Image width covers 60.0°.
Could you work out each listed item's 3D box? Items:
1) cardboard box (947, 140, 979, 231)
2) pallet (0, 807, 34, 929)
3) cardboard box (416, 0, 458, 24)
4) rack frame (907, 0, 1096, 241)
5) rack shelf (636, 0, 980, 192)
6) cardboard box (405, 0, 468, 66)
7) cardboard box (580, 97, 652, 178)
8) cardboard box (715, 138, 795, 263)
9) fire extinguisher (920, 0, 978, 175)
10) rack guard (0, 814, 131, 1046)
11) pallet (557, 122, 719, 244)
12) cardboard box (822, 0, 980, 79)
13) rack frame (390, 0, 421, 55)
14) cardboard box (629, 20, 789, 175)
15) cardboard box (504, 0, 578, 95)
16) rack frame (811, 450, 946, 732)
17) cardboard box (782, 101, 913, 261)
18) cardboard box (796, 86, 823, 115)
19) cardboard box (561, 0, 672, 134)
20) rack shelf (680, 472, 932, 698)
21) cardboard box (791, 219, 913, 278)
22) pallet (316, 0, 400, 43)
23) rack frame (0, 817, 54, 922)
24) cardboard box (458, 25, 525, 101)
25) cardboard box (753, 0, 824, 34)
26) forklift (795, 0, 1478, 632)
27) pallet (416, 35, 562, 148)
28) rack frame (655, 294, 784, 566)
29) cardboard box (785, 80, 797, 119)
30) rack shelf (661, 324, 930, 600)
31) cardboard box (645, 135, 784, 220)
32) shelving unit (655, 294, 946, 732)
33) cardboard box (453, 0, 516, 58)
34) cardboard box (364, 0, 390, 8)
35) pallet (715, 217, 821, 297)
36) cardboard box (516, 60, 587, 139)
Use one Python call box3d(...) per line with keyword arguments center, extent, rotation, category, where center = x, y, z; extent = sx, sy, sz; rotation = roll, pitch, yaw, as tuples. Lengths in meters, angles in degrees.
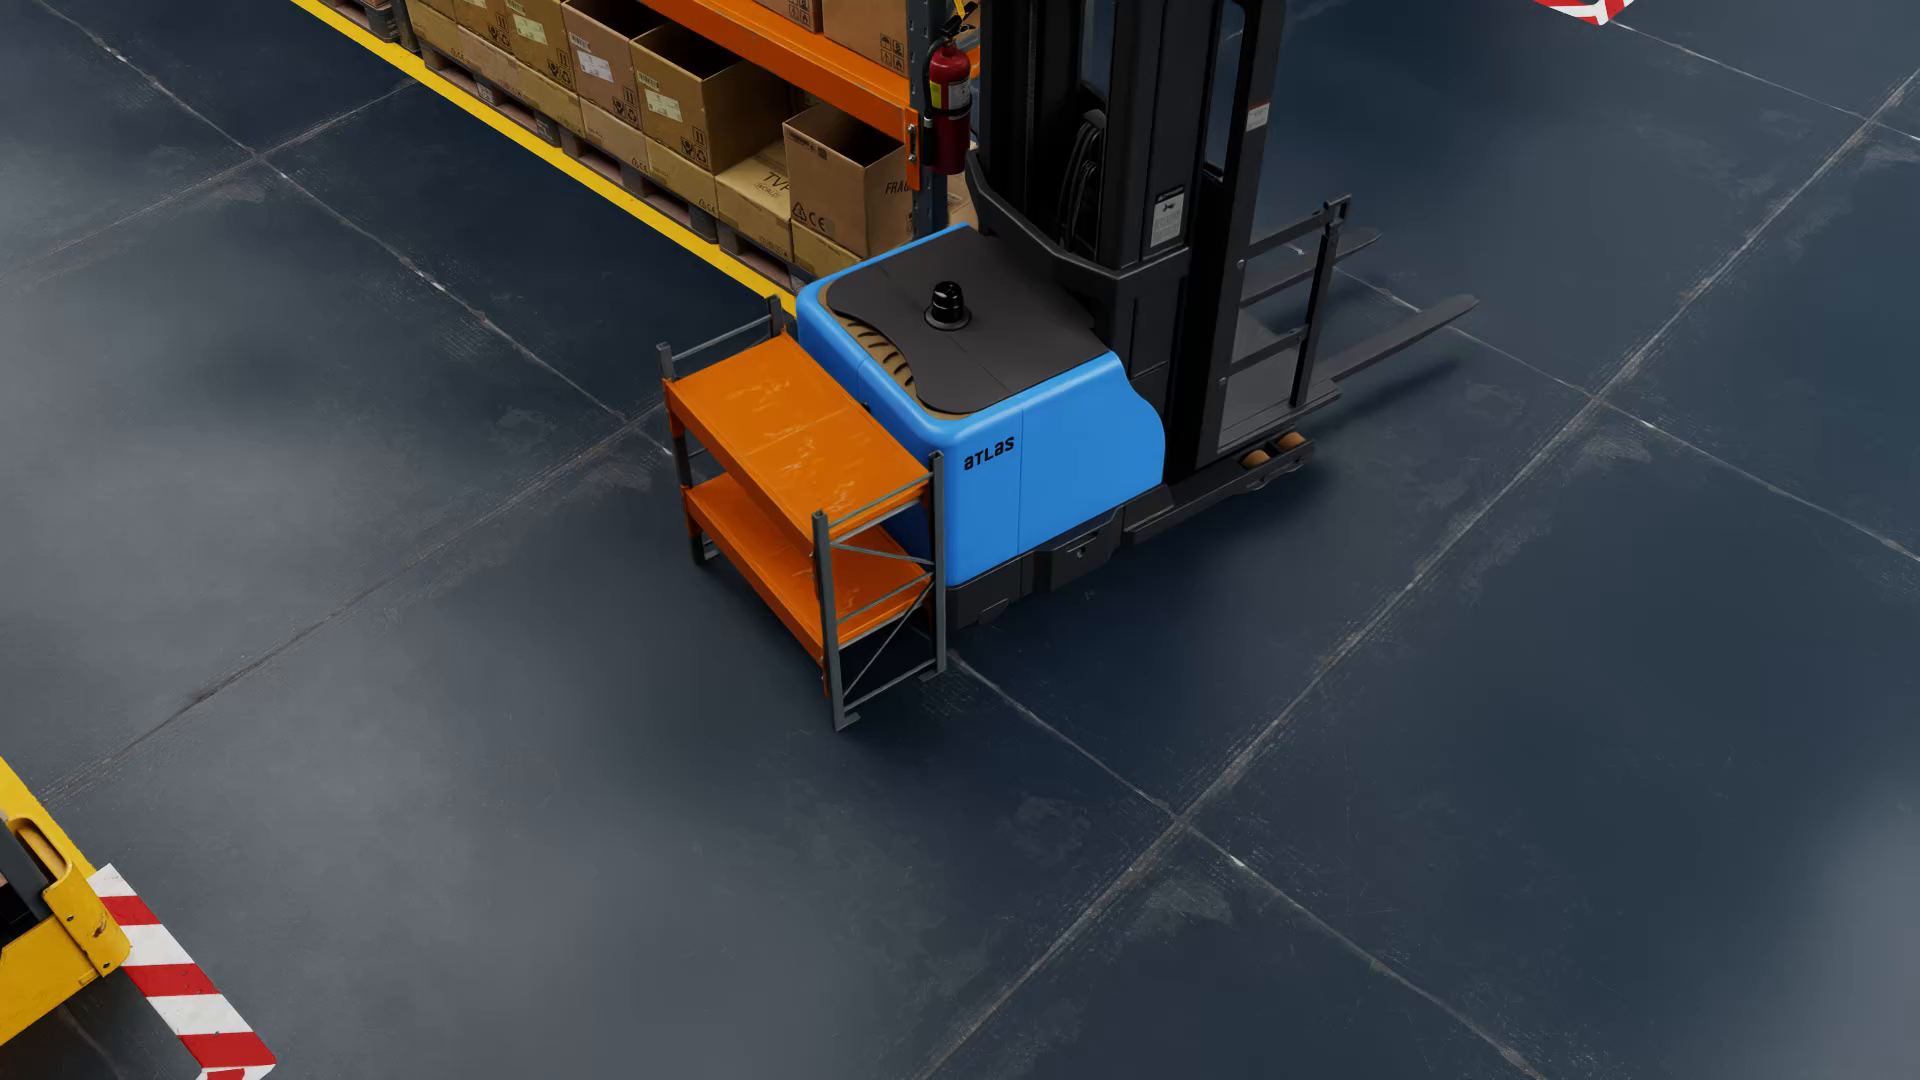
box3d(center=(-0.059, -1.647, 7.837), extent=(0.500, 0.250, 0.500), rotation=(34, 55, 28), category="cardboard box")
box3d(center=(-3.802, 1.092, 5.580), extent=(1.213, 0.211, 1.003), rotation=(34, 55, 28), category="pallet")
box3d(center=(-2.627, -3.100, 8.687), extent=(0.500, 0.500, 0.500), rotation=(34, 55, 28), category="cardboard box")
box3d(center=(0.184, -2.060, 6.627), extent=(0.127, 3.000, 1.000), rotation=(34, 55, 28), category="rack frame")
box3d(center=(-1.286, -2.803, 7.817), extent=(4.000, 0.370, 1.077), rotation=(34, 55, 28), category="rack shelf")
box3d(center=(-2.620, -2.849, 8.965), extent=(0.500, 0.250, 0.500), rotation=(34, 55, 28), category="cardboard box")
box3d(center=(-1.521, -2.105, 8.267), extent=(0.500, 0.250, 0.500), rotation=(34, 55, 28), category="cardboard box")
box3d(center=(-0.786, -1.610, 7.802), extent=(0.500, 0.250, 0.500), rotation=(34, 55, 28), category="cardboard box")
box3d(center=(-0.044, -1.726, 6.366), extent=(0.183, 0.674, 0.296), rotation=(34, 55, 28), category="fire extinguisher")
box3d(center=(-3.229, 1.414, 5.080), extent=(0.348, 0.500, 1.175), rotation=(34, 55, 28), category="rack guard")
box3d(center=(-1.299, -2.065, 8.544), extent=(1.213, 0.211, 1.003), rotation=(34, 55, 28), category="pallet")
box3d(center=(-0.151, -2.332, 6.813), extent=(0.500, 0.500, 0.700), rotation=(34, 55, 28), category="cardboard box")
box3d(center=(-2.756, -4.038, 8.484), extent=(0.127, 3.000, 1.000), rotation=(34, 55, 28), category="rack frame")
box3d(center=(-1.157, -2.112, 7.759), extent=(0.500, 0.500, 0.500), rotation=(34, 55, 28), category="cardboard box")
box3d(center=(-1.892, -2.606, 8.223), extent=(0.500, 0.500, 0.500), rotation=(34, 55, 28), category="cardboard box")
box3d(center=(-0.263, 0.203, 5.788), extent=(0.500, 1.125, 0.032), rotation=(-28, 53, -24), category="rack frame")
box3d(center=(-0.412, -1.625, 7.302), extent=(0.500, 0.500, 0.500), rotation=(34, 55, 28), category="cardboard box")
box3d(center=(-0.428, -2.150, 7.795), extent=(0.500, 0.500, 0.500), rotation=(34, 55, 28), category="cardboard box")
box3d(center=(-1.523, -2.360, 7.992), extent=(0.500, 0.500, 0.500), rotation=(34, 55, 28), category="cardboard box")
box3d(center=(-0.562, 0.071, 6.247), extent=(0.538, 0.278, 1.000), rotation=(-28, 53, -24), category="rack shelf")
box3d(center=(-0.411, -1.370, 7.576), extent=(0.500, 0.250, 0.500), rotation=(34, 55, 28), category="cardboard box")
box3d(center=(-3.323, -3.427, 9.823), extent=(1.213, 0.211, 1.003), rotation=(34, 55, 28), category="pallet")
box3d(center=(-3.173, 0.596, 4.133), extent=(0.127, 3.000, 1.000), rotation=(34, 55, 28), category="rack frame")
box3d(center=(-2.256, -2.599, 8.731), extent=(0.500, 0.250, 0.500), rotation=(34, 55, 28), category="cardboard box")
box3d(center=(-0.540, -2.589, 7.055), extent=(0.500, 0.500, 0.700), rotation=(35, 56, 29), category="cardboard box")
box3d(center=(0.881, -1.508, 6.155), extent=(3.031, 2.935, 1.130), rotation=(-26, 52, -22), category="forklift")
box3d(center=(-2.200, -2.668, 9.110), extent=(1.213, 0.211, 1.003), rotation=(34, 55, 28), category="pallet")
box3d(center=(-0.862, -0.396, 6.350), extent=(0.500, 1.125, 0.032), rotation=(-28, 53, -24), category="rack frame")
box3d(center=(-0.804, -2.390, 8.020), extent=(0.500, 0.500, 0.500), rotation=(34, 55, 28), category="cardboard box")
box3d(center=(-0.562, -0.297, 5.856), extent=(0.538, 0.278, 1.000), rotation=(-28, 53, -24), category="rack shelf")
box3d(center=(-1.155, -1.857, 8.034), extent=(0.500, 0.250, 0.500), rotation=(34, 55, 28), category="cardboard box")
box3d(center=(-0.562, -0.097, 6.069), extent=(0.538, 1.125, 1.048), rotation=(-28, 53, -24), category="shelving unit")
box3d(center=(-2.254, -2.857, 8.459), extent=(0.500, 0.500, 0.500), rotation=(34, 55, 28), category="cardboard box")
box3d(center=(-3.257, -3.290, 9.380), extent=(0.500, 0.250, 0.500), rotation=(33, 55, 27), category="cardboard box")
box3d(center=(-0.407, -1.461, 7.977), extent=(1.213, 0.211, 1.003), rotation=(34, 55, 28), category="pallet")
box3d(center=(-1.893, -2.349, 8.496), extent=(0.500, 0.250, 0.500), rotation=(34, 55, 28), category="cardboard box")
